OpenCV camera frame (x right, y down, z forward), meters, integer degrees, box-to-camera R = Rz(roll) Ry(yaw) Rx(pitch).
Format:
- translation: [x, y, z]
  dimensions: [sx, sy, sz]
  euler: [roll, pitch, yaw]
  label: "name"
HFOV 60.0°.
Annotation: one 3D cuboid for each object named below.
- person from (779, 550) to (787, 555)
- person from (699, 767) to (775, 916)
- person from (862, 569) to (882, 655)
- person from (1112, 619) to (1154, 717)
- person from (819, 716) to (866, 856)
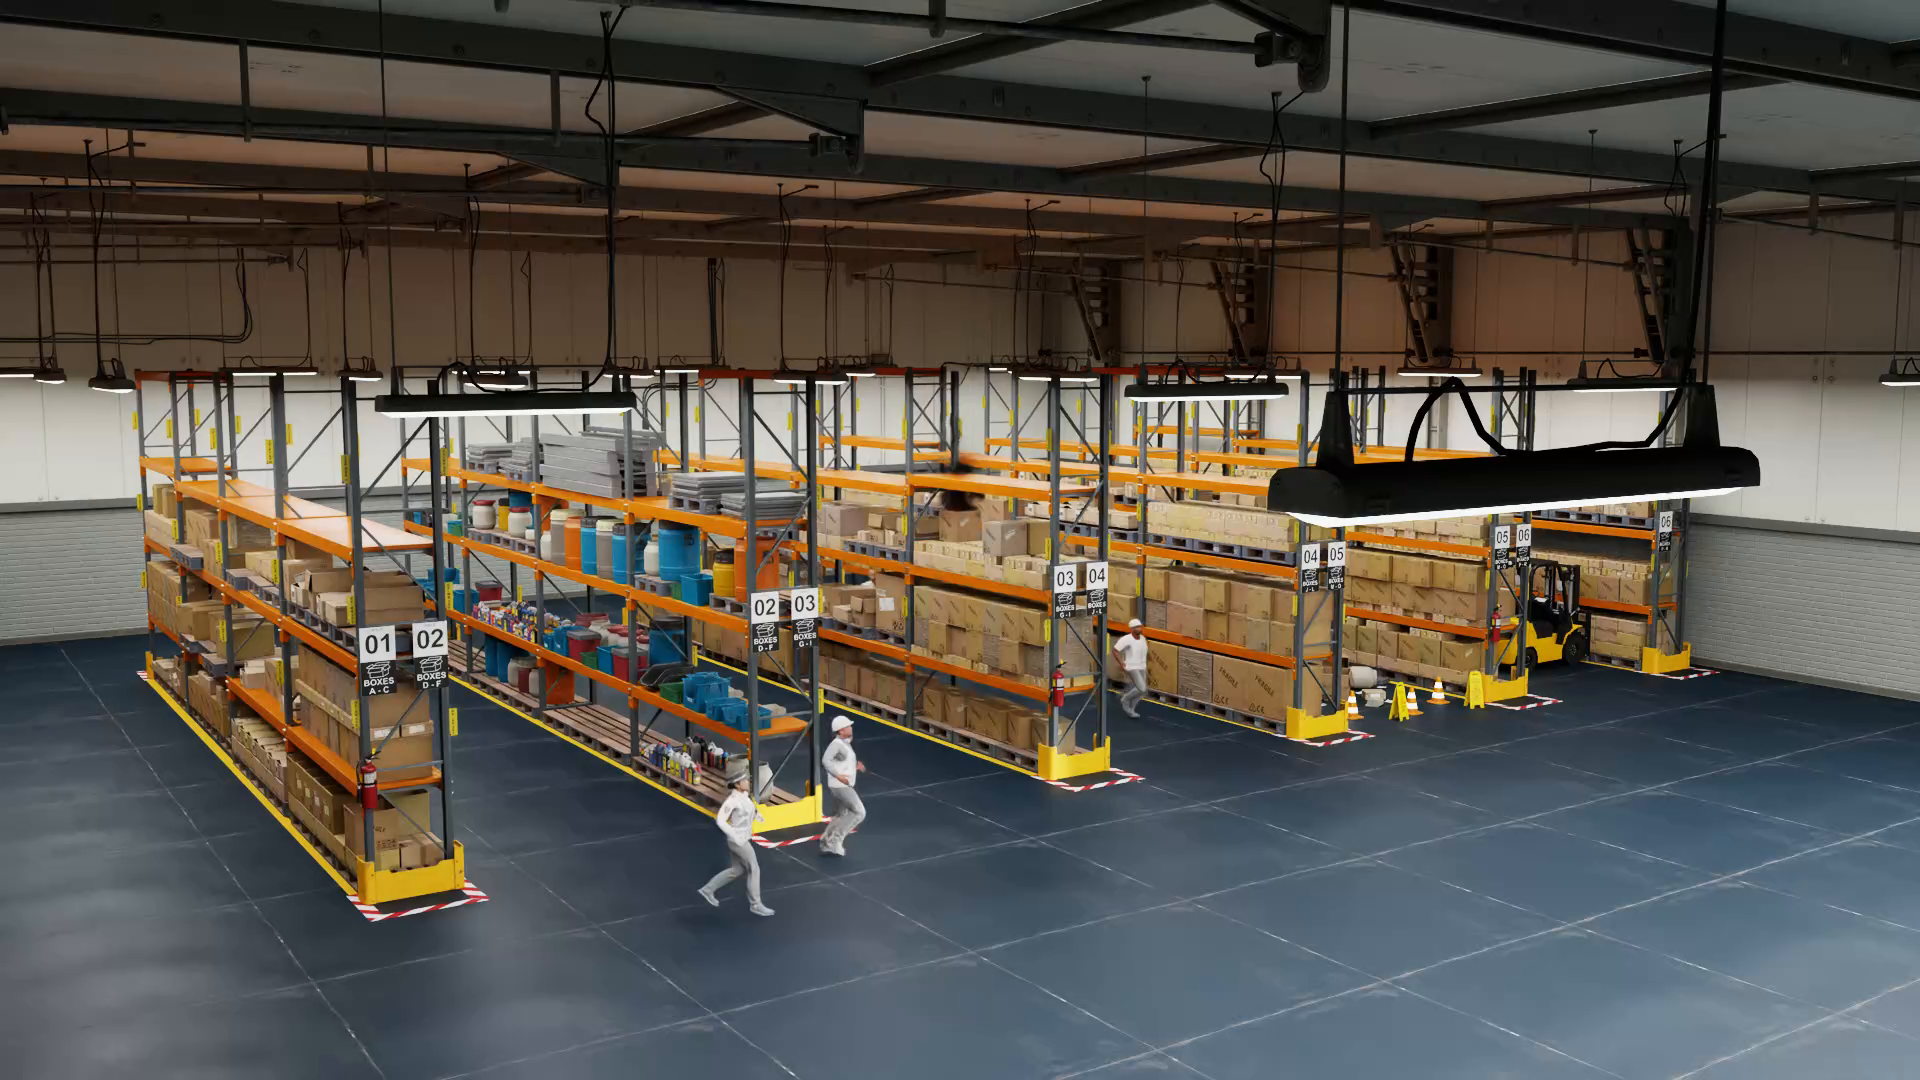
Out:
- translation: [-4.432, 1.032, 39.692]
  dimensions: [0.743, 1.638, 0.722]
  euler: [-2, 7, -17]
  label: "person"
- translation: [-2.514, 3.387, 18.721]
  dimensions: [0.836, 1.710, 0.604]
  euler: [0, 6, -2]
  label: "person"
- translation: [-1.814, 1.502, 35.024]
  dimensions: [0.728, 1.805, 0.965]
  euler: [-4, 8, -31]
  label: "person"
- translation: [3.063, 2.223, 28.738]
  dimensions: [0.690, 1.721, 0.597]
  euler: [-6, 9, -42]
  label: "person"
- translation: [-1.485, 3.089, 21.031]
  dimensions: [0.591, 1.743, 0.682]
  euler: [0, 6, 0]
  label: "person"
